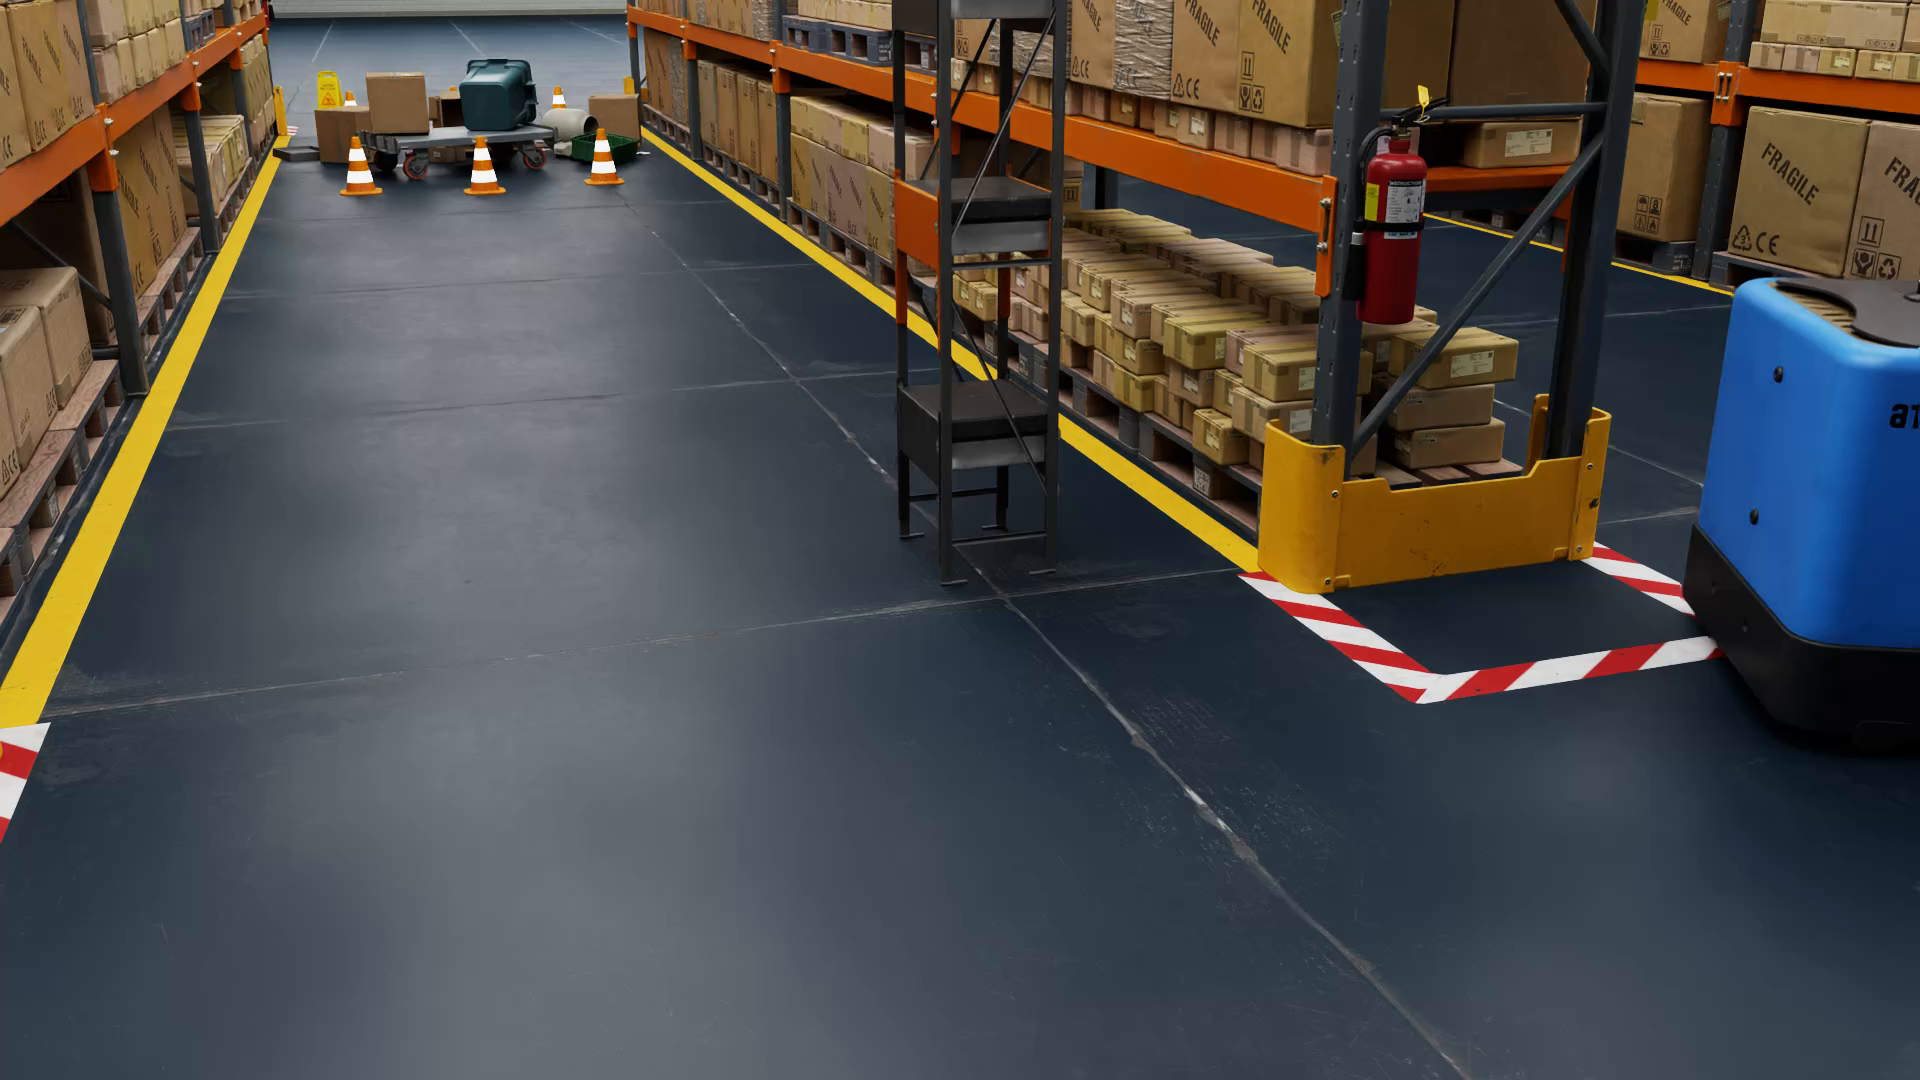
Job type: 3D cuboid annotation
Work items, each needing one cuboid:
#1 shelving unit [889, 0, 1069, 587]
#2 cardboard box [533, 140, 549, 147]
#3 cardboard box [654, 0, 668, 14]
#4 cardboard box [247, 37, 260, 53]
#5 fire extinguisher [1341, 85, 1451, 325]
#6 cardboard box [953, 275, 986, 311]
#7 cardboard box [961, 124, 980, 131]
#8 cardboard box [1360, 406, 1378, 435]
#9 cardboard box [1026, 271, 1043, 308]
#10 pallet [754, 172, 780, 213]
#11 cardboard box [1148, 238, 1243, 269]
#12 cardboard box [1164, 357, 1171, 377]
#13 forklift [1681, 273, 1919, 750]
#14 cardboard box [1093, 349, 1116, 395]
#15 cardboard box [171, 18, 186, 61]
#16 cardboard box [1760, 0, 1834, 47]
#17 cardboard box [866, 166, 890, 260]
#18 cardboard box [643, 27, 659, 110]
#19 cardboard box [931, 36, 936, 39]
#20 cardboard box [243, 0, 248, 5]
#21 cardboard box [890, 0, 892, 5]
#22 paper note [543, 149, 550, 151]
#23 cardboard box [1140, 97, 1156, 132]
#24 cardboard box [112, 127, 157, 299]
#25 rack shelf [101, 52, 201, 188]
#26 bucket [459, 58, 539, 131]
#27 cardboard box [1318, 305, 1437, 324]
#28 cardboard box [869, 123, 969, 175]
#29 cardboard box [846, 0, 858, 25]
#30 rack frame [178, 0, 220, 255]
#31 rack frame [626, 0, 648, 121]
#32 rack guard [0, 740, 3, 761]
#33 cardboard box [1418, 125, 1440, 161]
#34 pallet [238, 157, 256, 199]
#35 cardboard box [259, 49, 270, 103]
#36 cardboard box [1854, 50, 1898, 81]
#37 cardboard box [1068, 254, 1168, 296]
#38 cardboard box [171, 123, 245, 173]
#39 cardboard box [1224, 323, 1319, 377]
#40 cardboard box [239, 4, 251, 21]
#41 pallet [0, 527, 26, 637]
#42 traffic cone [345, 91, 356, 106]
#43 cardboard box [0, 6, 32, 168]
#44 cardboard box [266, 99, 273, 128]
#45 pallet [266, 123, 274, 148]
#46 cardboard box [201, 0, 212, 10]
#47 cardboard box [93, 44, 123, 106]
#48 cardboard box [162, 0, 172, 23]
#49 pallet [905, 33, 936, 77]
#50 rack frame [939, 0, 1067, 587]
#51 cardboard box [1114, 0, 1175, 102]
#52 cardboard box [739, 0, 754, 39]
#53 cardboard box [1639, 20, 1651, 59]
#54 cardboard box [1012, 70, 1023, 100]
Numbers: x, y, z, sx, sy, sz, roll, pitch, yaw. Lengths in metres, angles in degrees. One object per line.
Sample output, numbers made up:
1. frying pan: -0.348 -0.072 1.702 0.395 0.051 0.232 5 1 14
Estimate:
1. shelving unit: 0.052 -0.935 5.414 0.431 2.100 0.503 -6 21 -17
2. cardboard box: -4.430 -4.241 17.331 0.396 0.266 0.258 -3 20 -8
3. cardboard box: -2.783 -5.879 17.625 0.875 0.550 0.500 -6 21 -17
4. cardboard box: -7.230 -4.953 16.646 0.380 0.149 0.250 -5 20 -15
5. fire extinguisher: 1.271 -0.979 4.871 0.296 0.674 0.183 -6 21 -17
6. cardboard box: 0.182 -1.310 8.721 0.380 0.149 0.250 -7 21 -20
7. cardboard box: 0.222 -2.415 10.169 0.500 0.250 0.500 -6 21 -16
8. cardboard box: 1.609 -0.454 6.340 0.380 0.149 0.250 -6 21 -17
9. cardboard box: 0.541 -1.217 8.024 0.380 0.149 0.250 -7 21 -20
10. pallet: -1.061 -2.837 13.502 1.003 0.211 1.213 -6 21 -17
11. cardboard box: 1.115 -1.328 7.894 0.380 0.149 0.250 -7 21 -20
12. cardboard box: 1.042 -0.720 6.639 0.380 0.149 0.250 -7 21 -18
13. forklift: 3.706 -0.924 4.152 3.031 2.935 1.130 3 20 7
14. cardboard box: 0.792 -0.732 7.114 0.380 0.149 0.250 -6 21 -16
15. cardboard box: -5.146 -3.125 10.400 0.500 0.250 0.500 -7 21 -19
16. cardboard box: 5.012 -2.990 9.585 0.500 0.250 0.500 -7 21 -18
17. cardboard box: -0.260 -2.001 10.127 0.500 0.500 0.500 -7 21 -18
18. cardboard box: -3.123 -5.443 19.154 0.875 0.875 0.875 -6 21 -17
19. cardboard box: 0.060 -2.790 8.998 0.380 0.149 0.250 -7 21 -18
20. cardboard box: -7.008 -5.292 15.626 0.500 0.500 0.500 -7 21 -18
21. cardboard box: -0.189 -3.182 9.649 0.380 0.149 0.250 -7 21 -19
22. paper note: -4.306 -4.012 17.053 0.172 0.023 0.155 1 20 2
23. cardboard box: 0.938 -1.700 6.584 0.380 0.149 0.250 -7 21 -19
24. cardboard box: -4.857 -1.723 8.799 0.875 0.875 0.875 -6 21 -16
25. rack shelf: -4.923 -2.349 9.084 1.077 0.370 4.000 -6 21 -17
26. bucket: -4.373 -4.145 15.614 0.726 0.611 0.620 1 30 2
27. cardboard box: 1.630 -0.831 6.509 0.380 0.149 0.250 -6 21 -17
28. cardboard box: -0.250 -2.357 10.009 0.500 0.250 0.500 -5 20 -15
29. cardboard box: -0.517 -3.377 10.632 0.380 0.149 0.250 -6 21 -16
30. rack frame: -5.552 -3.330 10.750 1.000 3.000 0.127 -6 21 -17
31. rack frame: -3.399 -6.455 19.452 1.000 3.000 0.127 -6 21 -17
32. rack guard: -3.030 0.422 4.003 1.175 0.500 0.348 -6 21 -17
33. cardboard box: 1.720 -1.419 5.801 0.380 0.149 0.250 -6 21 -15
34. pallet: -6.563 -3.051 14.100 1.003 0.211 1.213 -6 21 -17
35. cardboard box: -7.400 -4.757 17.060 0.500 0.500 0.500 -6 21 -15
36. cardboard box: 5.141 -2.598 9.083 0.380 0.149 0.250 -7 21 -19
37. cardboard box: 0.711 -1.187 7.500 0.380 0.149 0.250 -7 21 -19
38. cardboard box: -6.413 -3.176 13.588 0.950 0.372 0.625 -5 20 -14
39. cardboard box: 1.199 -0.687 6.107 0.380 0.149 0.250 -6 21 -16
40. cardboard box: -6.997 -5.042 15.888 0.380 0.149 0.250 -6 21 -17
41. pallet: -3.363 0.302 4.765 1.003 0.211 1.213 -6 21 -17
42. traffic cone: -6.706 -4.702 18.323 0.336 0.463 0.334 -6 21 -17
43. cardboard box: -3.417 -1.478 5.445 0.500 0.500 0.500 -6 21 -15
44. cardboard box: -7.401 -4.403 17.183 0.500 0.250 0.500 -6 21 -17
45. pallet: -7.821 -4.296 17.564 1.003 0.211 1.213 -6 21 -17
46. cardboard box: -6.078 -4.228 13.001 0.380 0.149 0.250 -6 21 -17
47. cardboard box: -4.182 -2.145 7.673 0.500 0.250 0.500 -7 21 -18
48. cardboard box: -4.994 -3.202 9.876 0.500 0.250 0.500 -7 21 -19
49. pallet: 0.271 -2.775 9.489 1.003 0.211 1.213 -6 21 -17
50. rack frame: 0.129 -0.857 5.196 0.400 2.100 0.015 -6 21 -17
51. cardboard box: 0.919 -1.952 6.327 0.500 0.500 0.500 -6 21 -17
52. cardboard box: -1.436 -4.211 13.056 0.500 0.500 0.500 -6 21 -17
53. cardboard box: 4.558 -3.427 10.872 0.500 0.500 0.500 -6 21 -16
54. cardboard box: 0.437 -2.206 7.992 0.380 0.149 0.250 -7 21 -20
